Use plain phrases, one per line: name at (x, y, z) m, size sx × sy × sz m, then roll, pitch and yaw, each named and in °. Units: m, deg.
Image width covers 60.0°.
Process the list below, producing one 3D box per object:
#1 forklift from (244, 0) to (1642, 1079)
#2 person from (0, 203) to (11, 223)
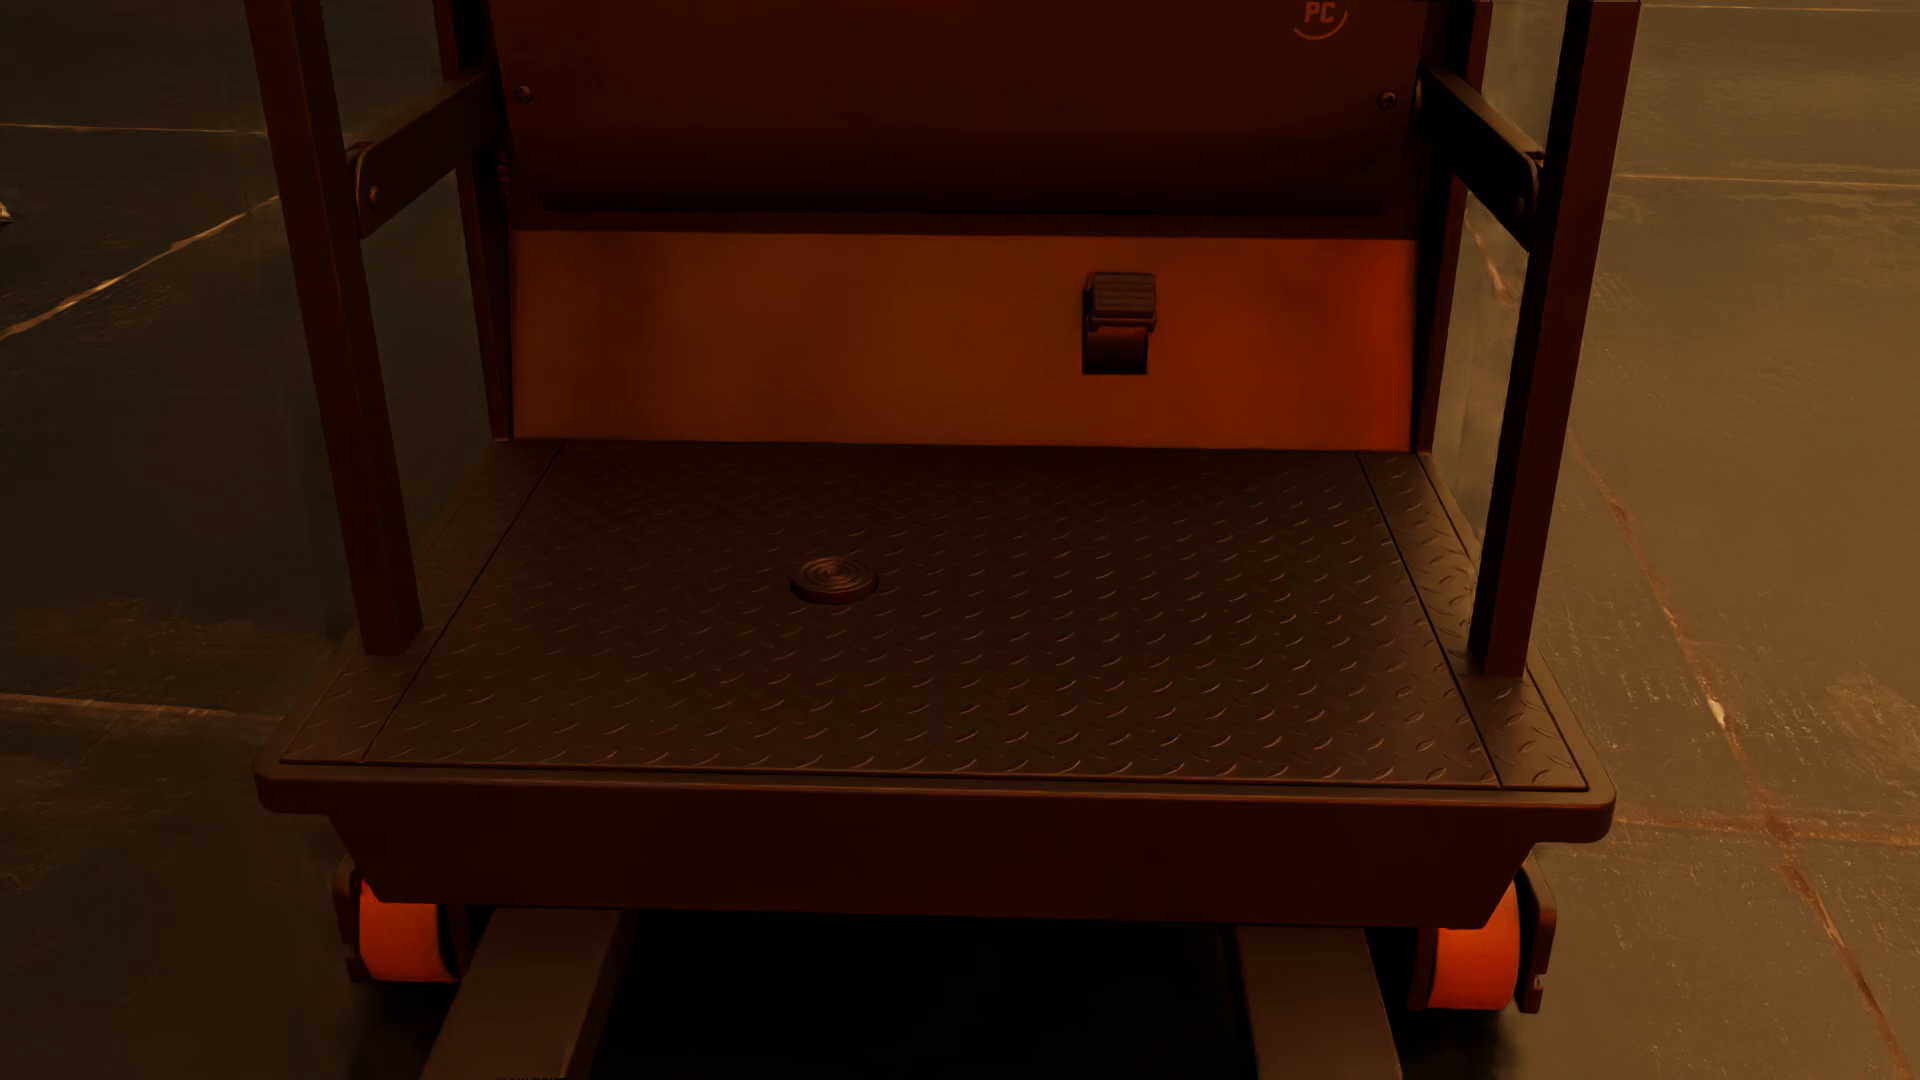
forklift at (-0.011, -1.007, 1.236) m, size 1.130 × 2.935 × 3.031 m, roll 1°, pitch 27°, yaw 2°
person at (-2.297, -1.322, 3.411) m, size 0.774 × 1.584 × 0.791 m, roll -4°, pitch 27°, yaw -8°
